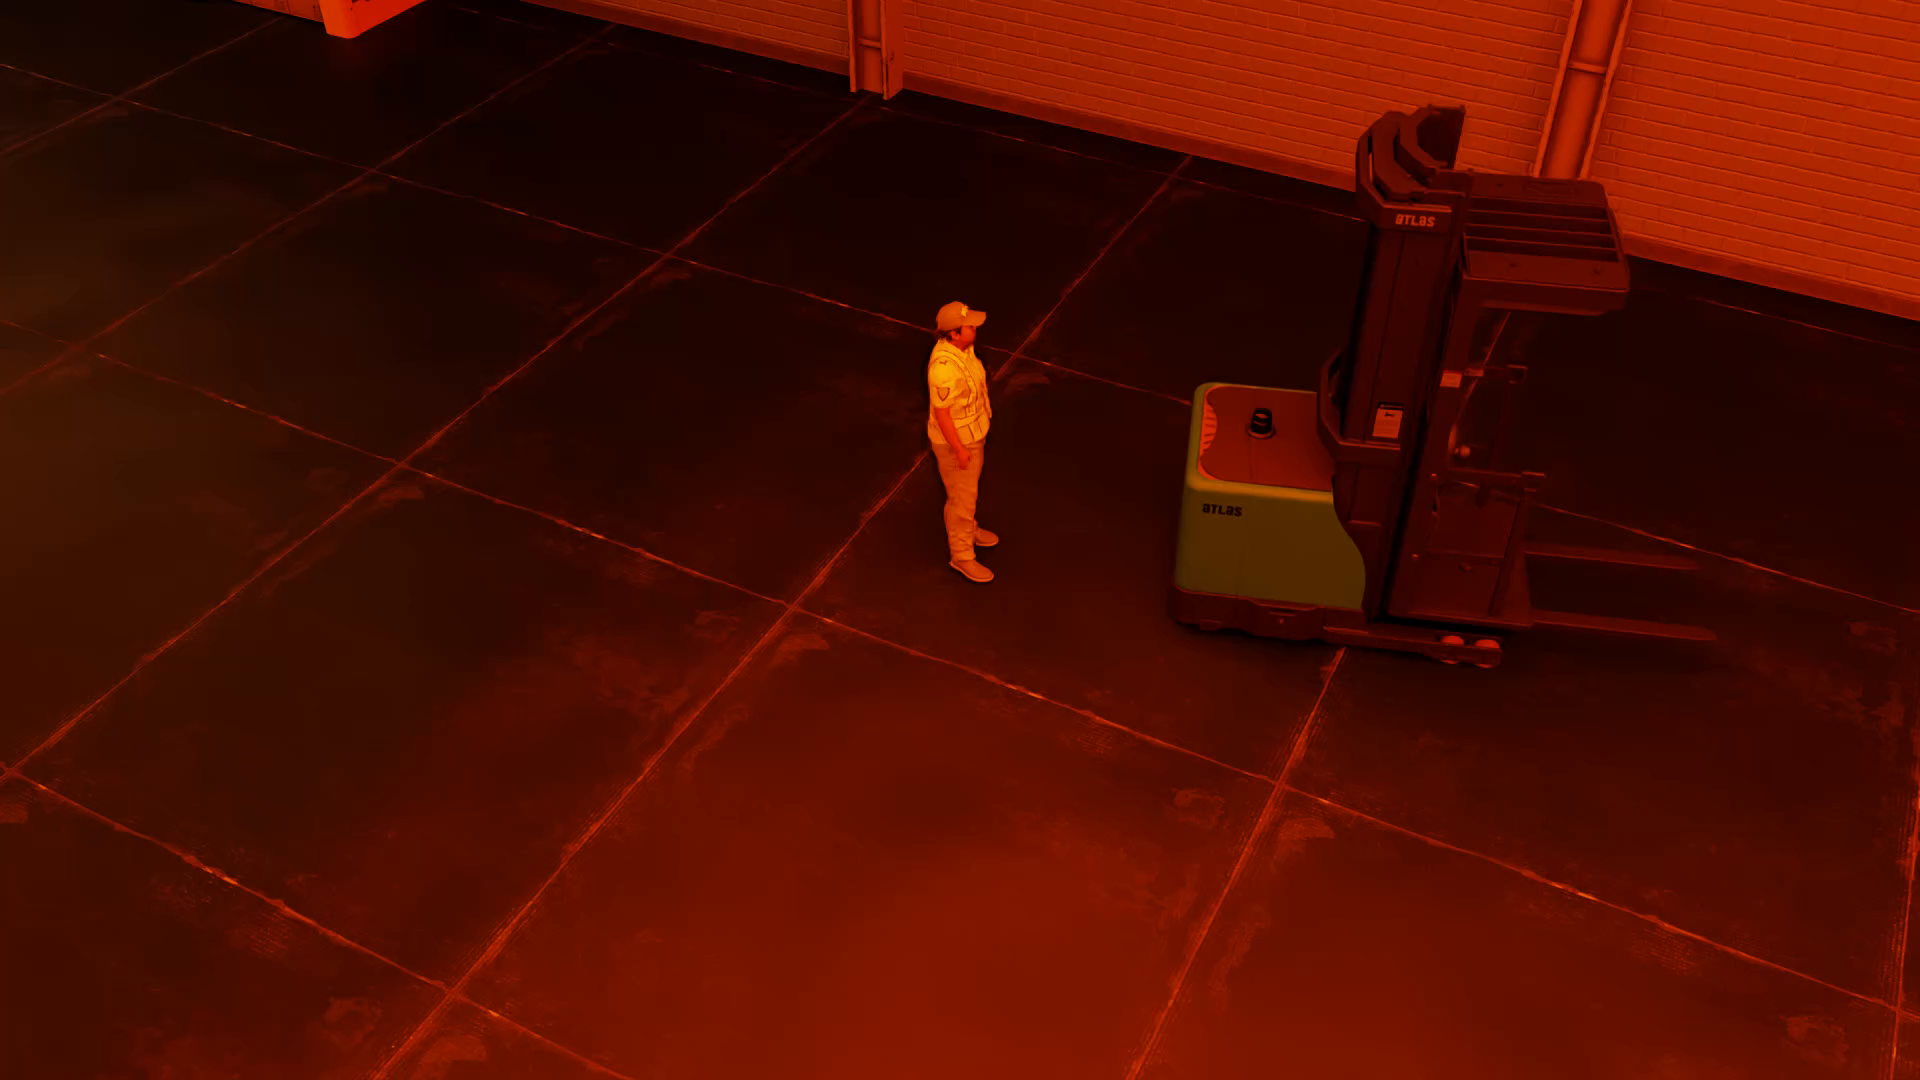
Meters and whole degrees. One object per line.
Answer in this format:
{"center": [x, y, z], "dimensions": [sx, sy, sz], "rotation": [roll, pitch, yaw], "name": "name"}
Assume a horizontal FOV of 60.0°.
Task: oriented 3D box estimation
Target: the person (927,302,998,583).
{"center": [0.030, -0.605, 9.681], "dimensions": [0.442, 1.671, 0.662], "rotation": [6, 41, 8], "name": "person"}

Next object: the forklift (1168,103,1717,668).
{"center": [2.776, -0.769, 8.900], "dimensions": [3.031, 2.935, 1.130], "rotation": [6, 40, 7], "name": "forklift"}
